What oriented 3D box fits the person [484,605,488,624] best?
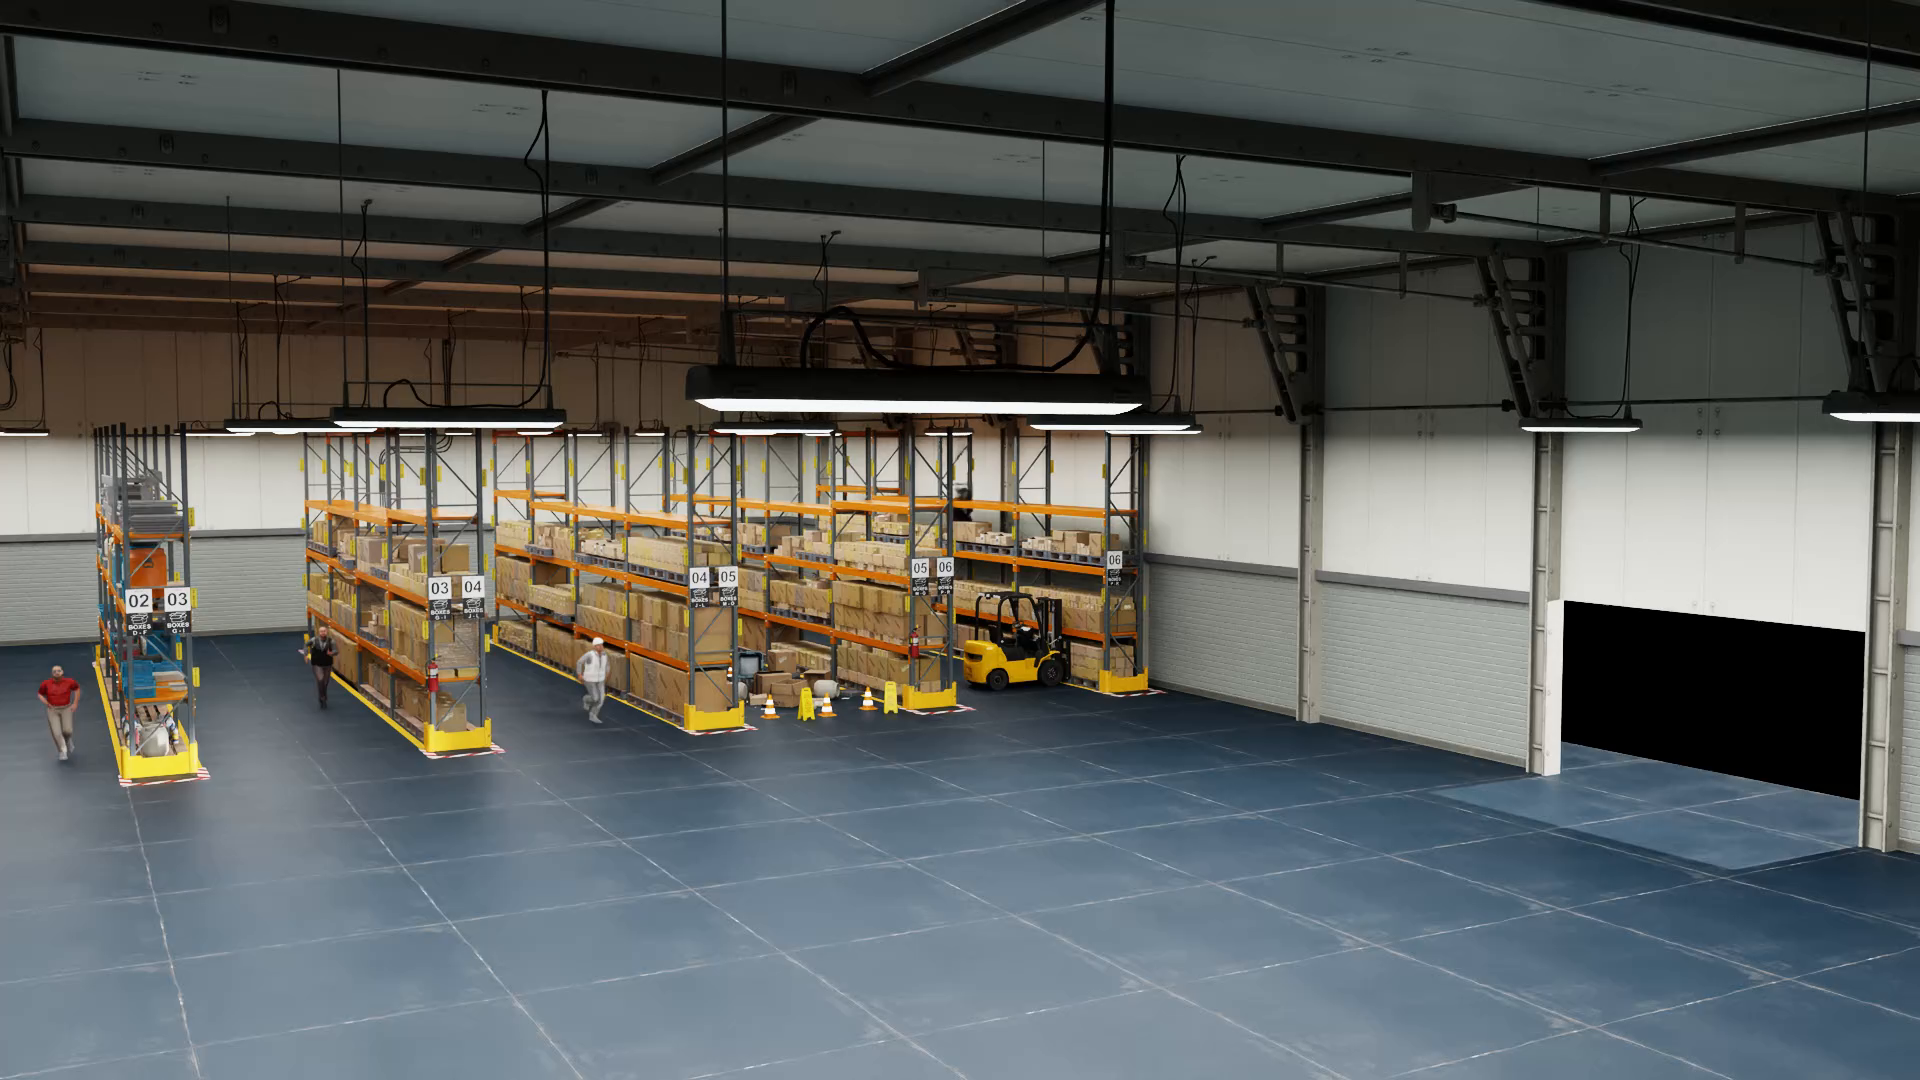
[{"bbox_3d":[-12.624,2.247,43.263,0.701,1.744,0.706,-1,4,-19],"label":"person"}]

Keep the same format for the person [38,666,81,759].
[{"bbox_3d":[-16.116,3.082,29.757,0.671,1.685,0.580,-2,4,-25],"label":"person"}]

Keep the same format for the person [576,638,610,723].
[{"bbox_3d":[-7.400,2.838,33.700,0.693,1.730,0.681,-3,5,-44],"label":"person"}]

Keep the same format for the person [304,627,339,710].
[{"bbox_3d":[-13.632,2.721,35.536,0.679,1.762,0.851,-2,4,-28],"label":"person"}]
